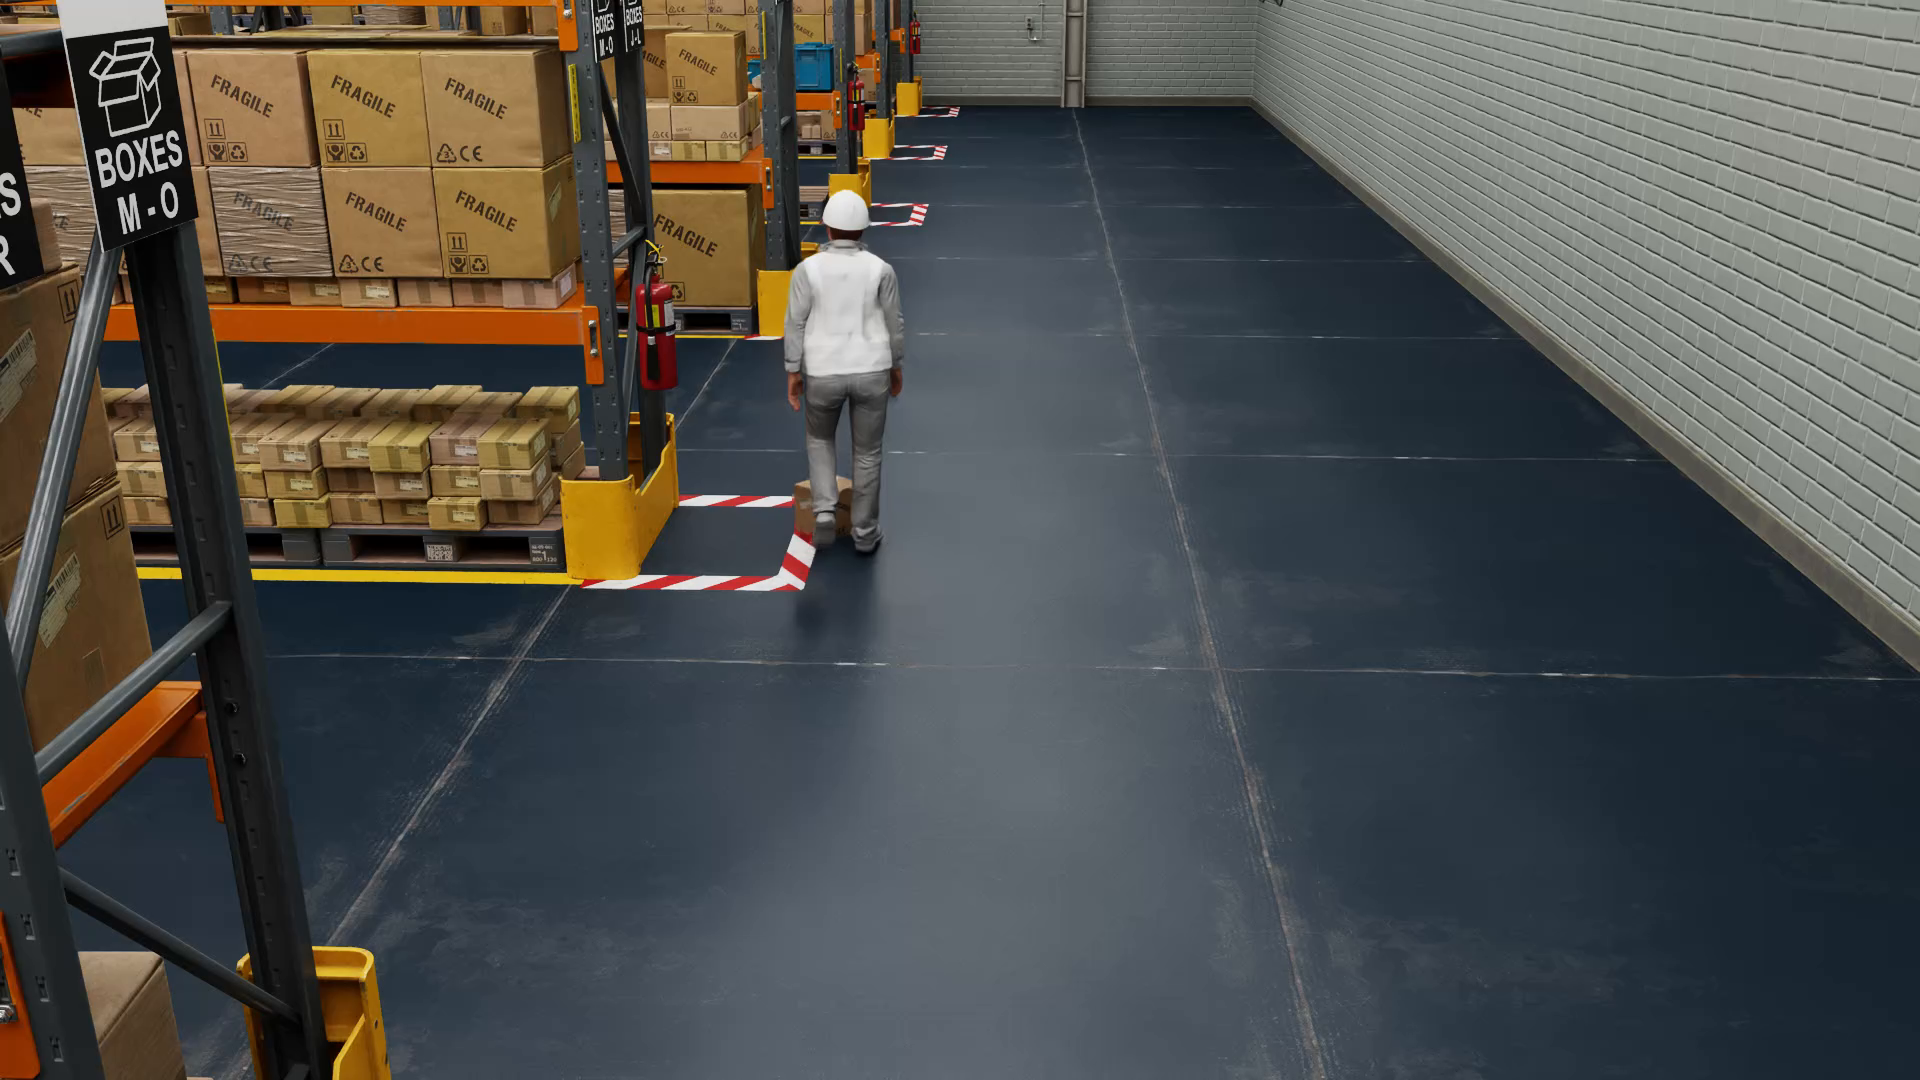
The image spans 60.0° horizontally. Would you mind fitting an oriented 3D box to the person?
[{"bbox_3d":[-0.564,-0.807,8.193,0.585,1.813,0.471,-1,21,-2],"label":"person"}]
